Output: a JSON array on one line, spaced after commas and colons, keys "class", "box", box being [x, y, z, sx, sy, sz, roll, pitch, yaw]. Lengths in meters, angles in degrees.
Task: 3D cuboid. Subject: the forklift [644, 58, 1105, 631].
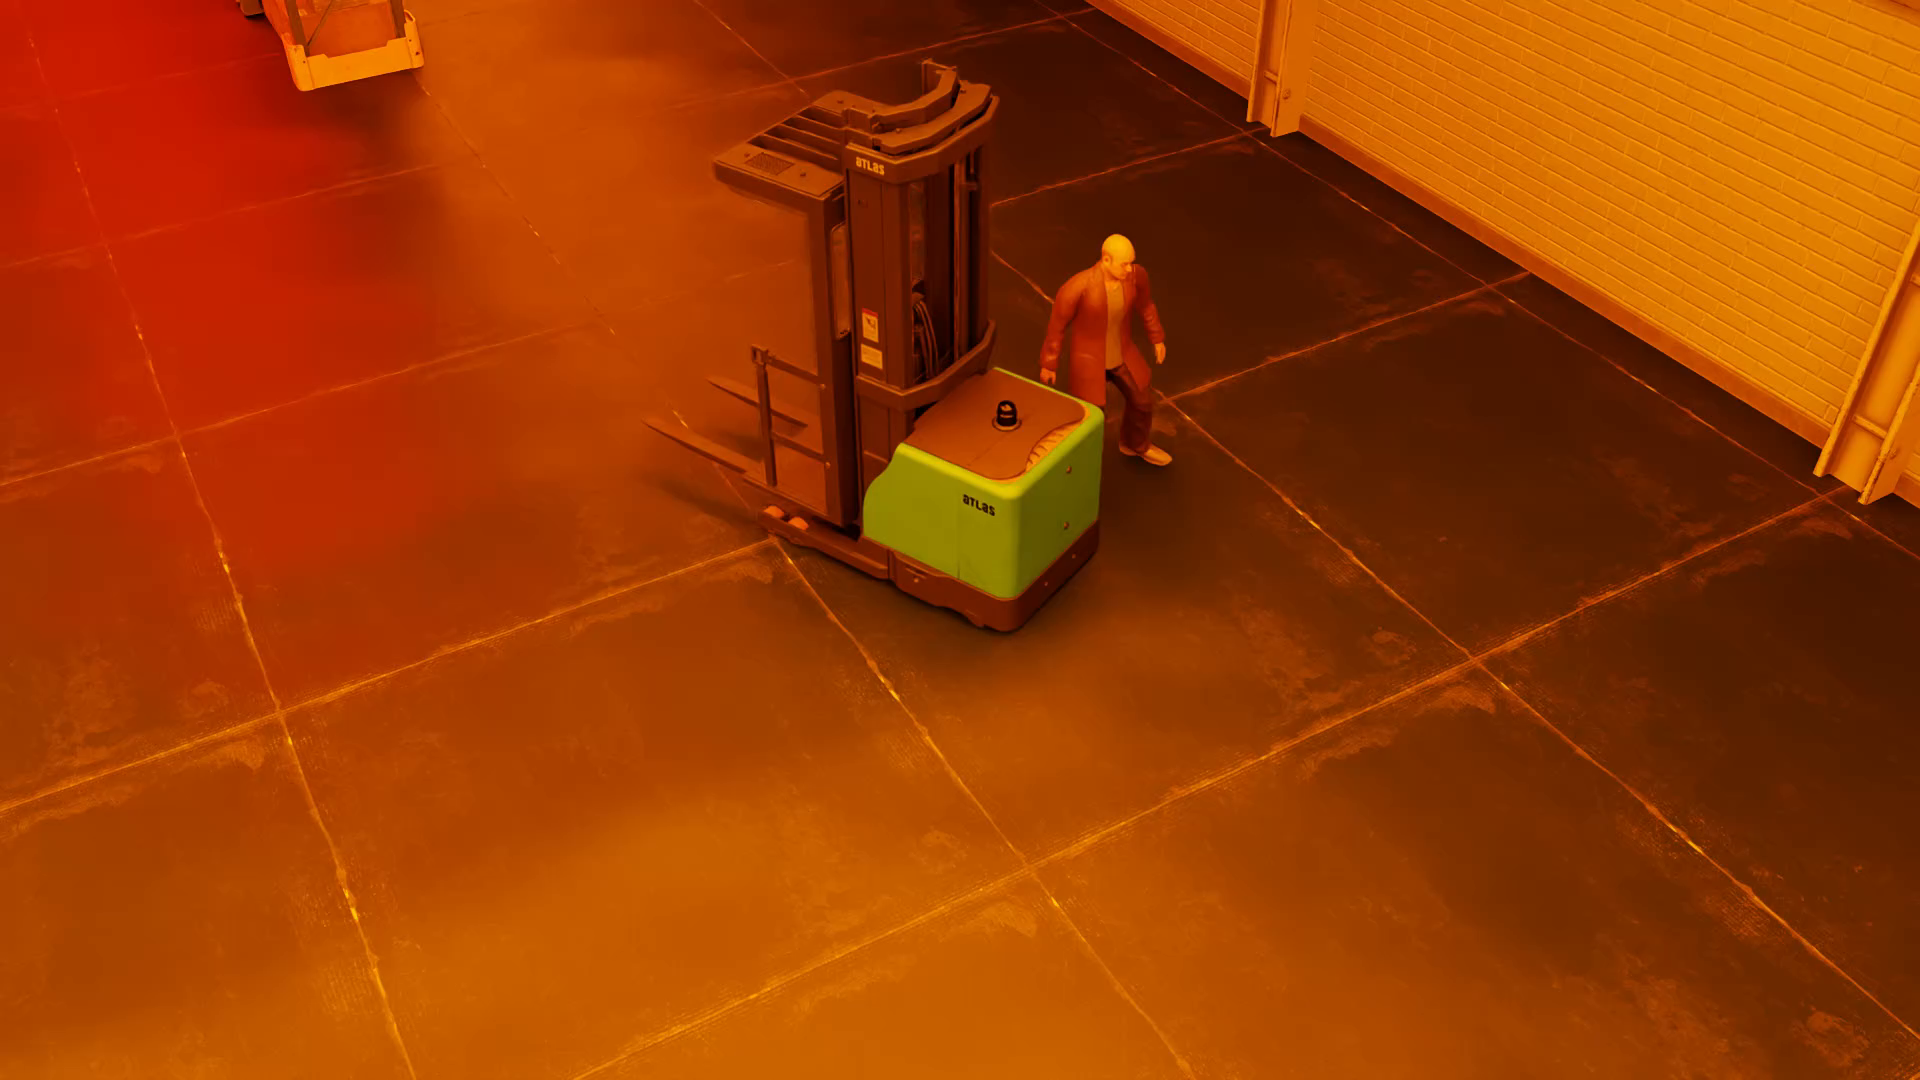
[{"class": "forklift", "box": [-0.648, -1.351, 9.665, 3.031, 2.935, 1.130, 24, 45, 26]}]

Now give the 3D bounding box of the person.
[{"class": "person", "box": [0.920, -1.139, 10.338, 0.878, 1.751, 0.409, -18, 43, -20]}]
